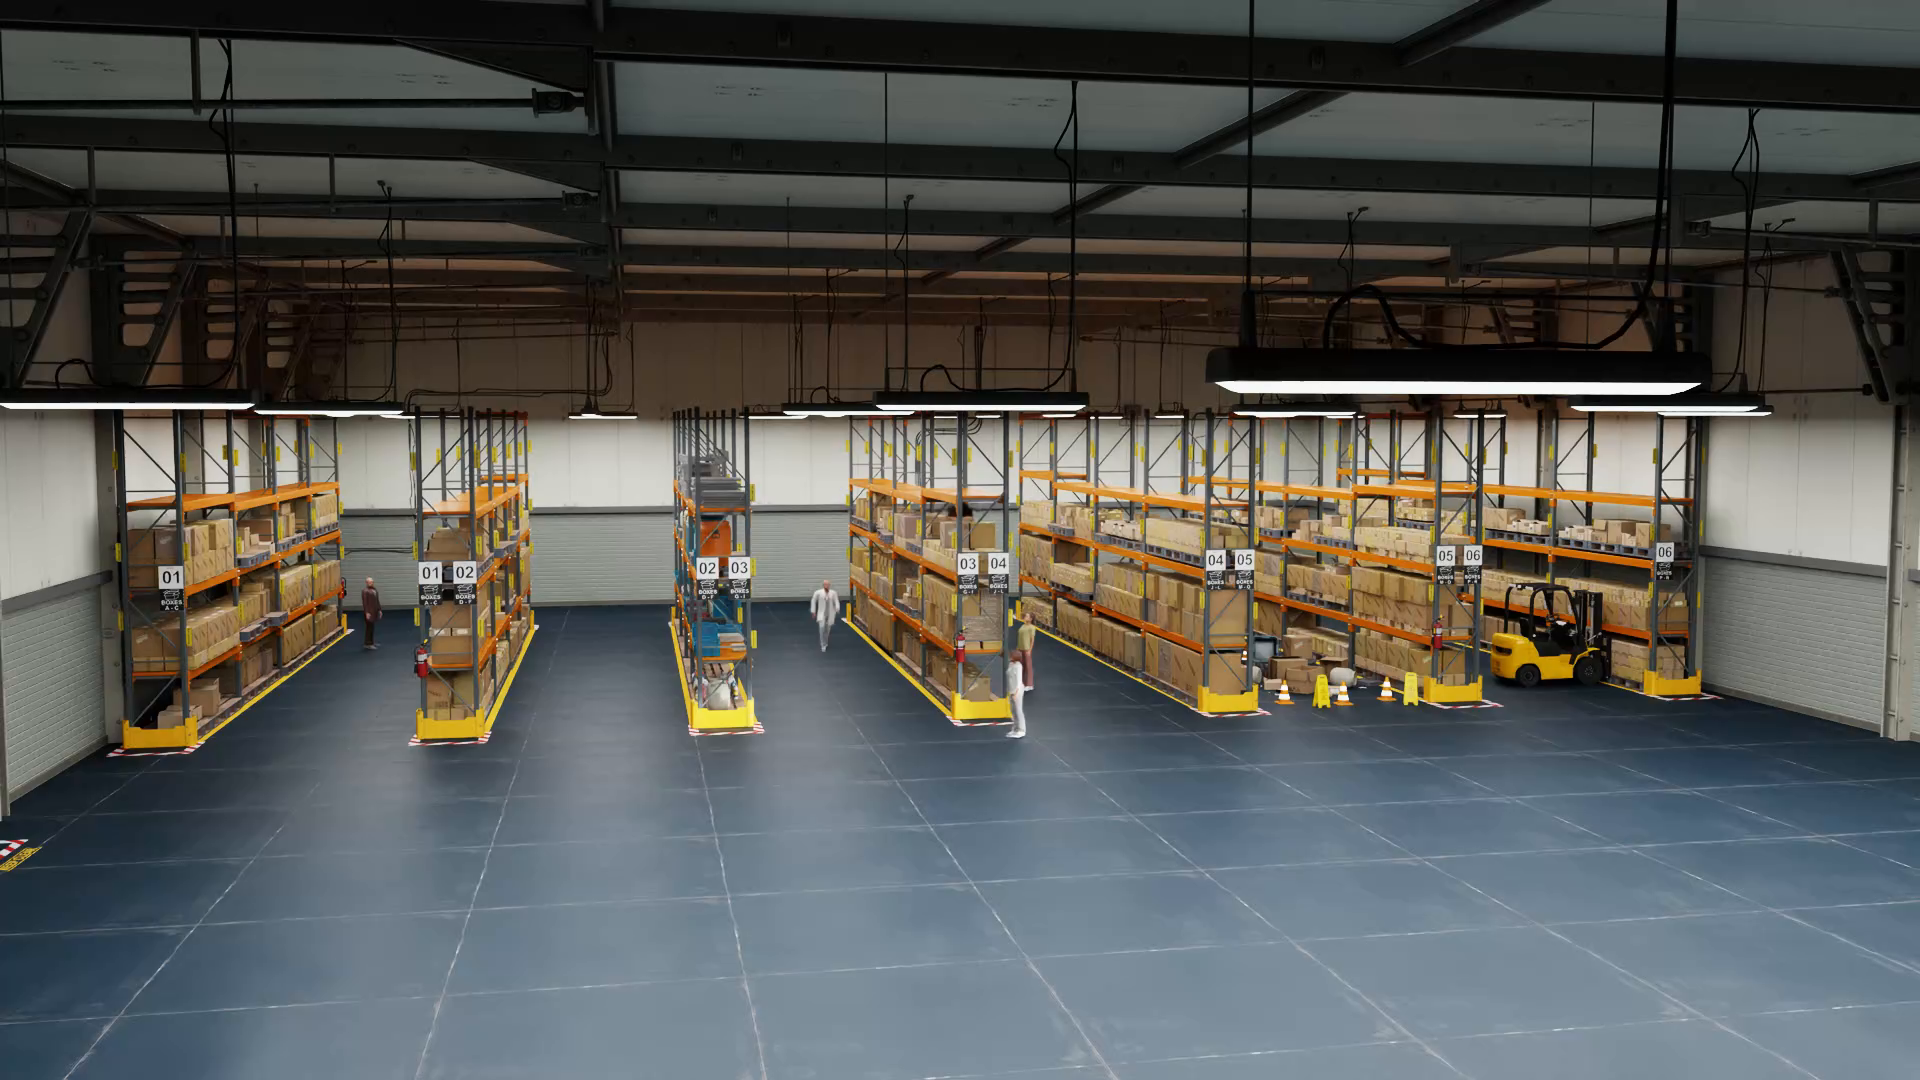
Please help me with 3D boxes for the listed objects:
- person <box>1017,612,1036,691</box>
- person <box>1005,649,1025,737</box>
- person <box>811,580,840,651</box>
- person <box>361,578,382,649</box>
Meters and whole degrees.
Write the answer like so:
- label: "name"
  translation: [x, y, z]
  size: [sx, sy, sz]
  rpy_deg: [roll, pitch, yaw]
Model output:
- label: "person"
  translation: [1.397, 2.368, 35.550]
  size: [0.465, 1.660, 0.458]
  rpy_deg: [4, 6, 44]
- label: "person"
  translation: [1.008, 2.784, 30.172]
  size: [0.351, 1.619, 0.454]
  rpy_deg: [-2, 4, -25]
- label: "person"
  translation: [-3.396, 1.914, 41.942]
  size: [0.701, 1.815, 0.935]
  rpy_deg: [-1, 4, -11]
- label: "person"
  translation: [-14.895, 1.863, 42.096]
  size: [0.434, 1.819, 0.598]
  rpy_deg: [0, 4, -5]
